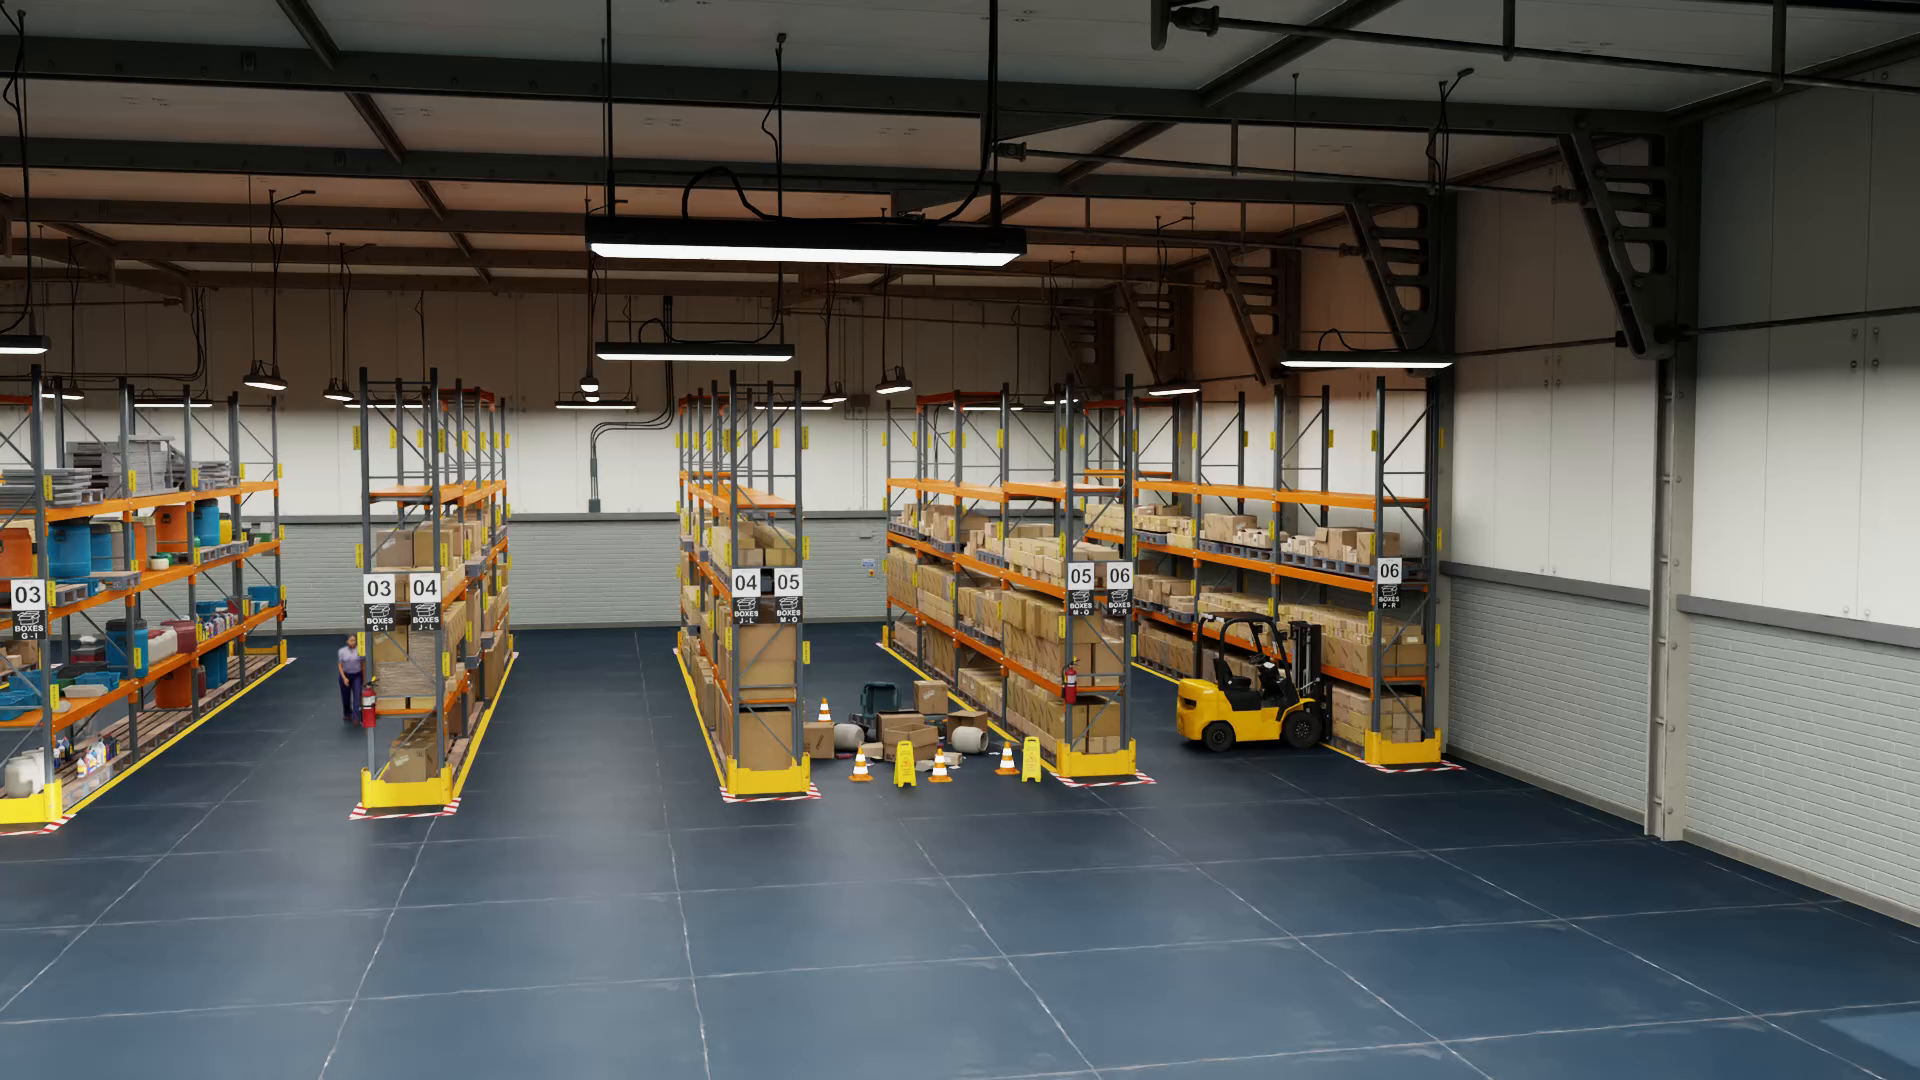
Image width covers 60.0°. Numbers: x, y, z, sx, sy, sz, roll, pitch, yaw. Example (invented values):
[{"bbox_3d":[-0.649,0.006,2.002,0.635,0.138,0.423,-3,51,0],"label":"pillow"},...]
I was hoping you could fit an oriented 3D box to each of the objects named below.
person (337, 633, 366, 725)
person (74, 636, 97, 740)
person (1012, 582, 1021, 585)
[{"bbox_3d":[-10.745,2.444,29.390,0.481,1.585,0.984,-2,4,-25],"label":"person"},{"bbox_3d":[-14.139,2.397,26.904,0.506,1.649,0.417,-3,4,-37],"label":"person"},{"bbox_3d":[1.369,1.838,39.050,0.413,1.682,0.523,3,4,38],"label":"person"}]
